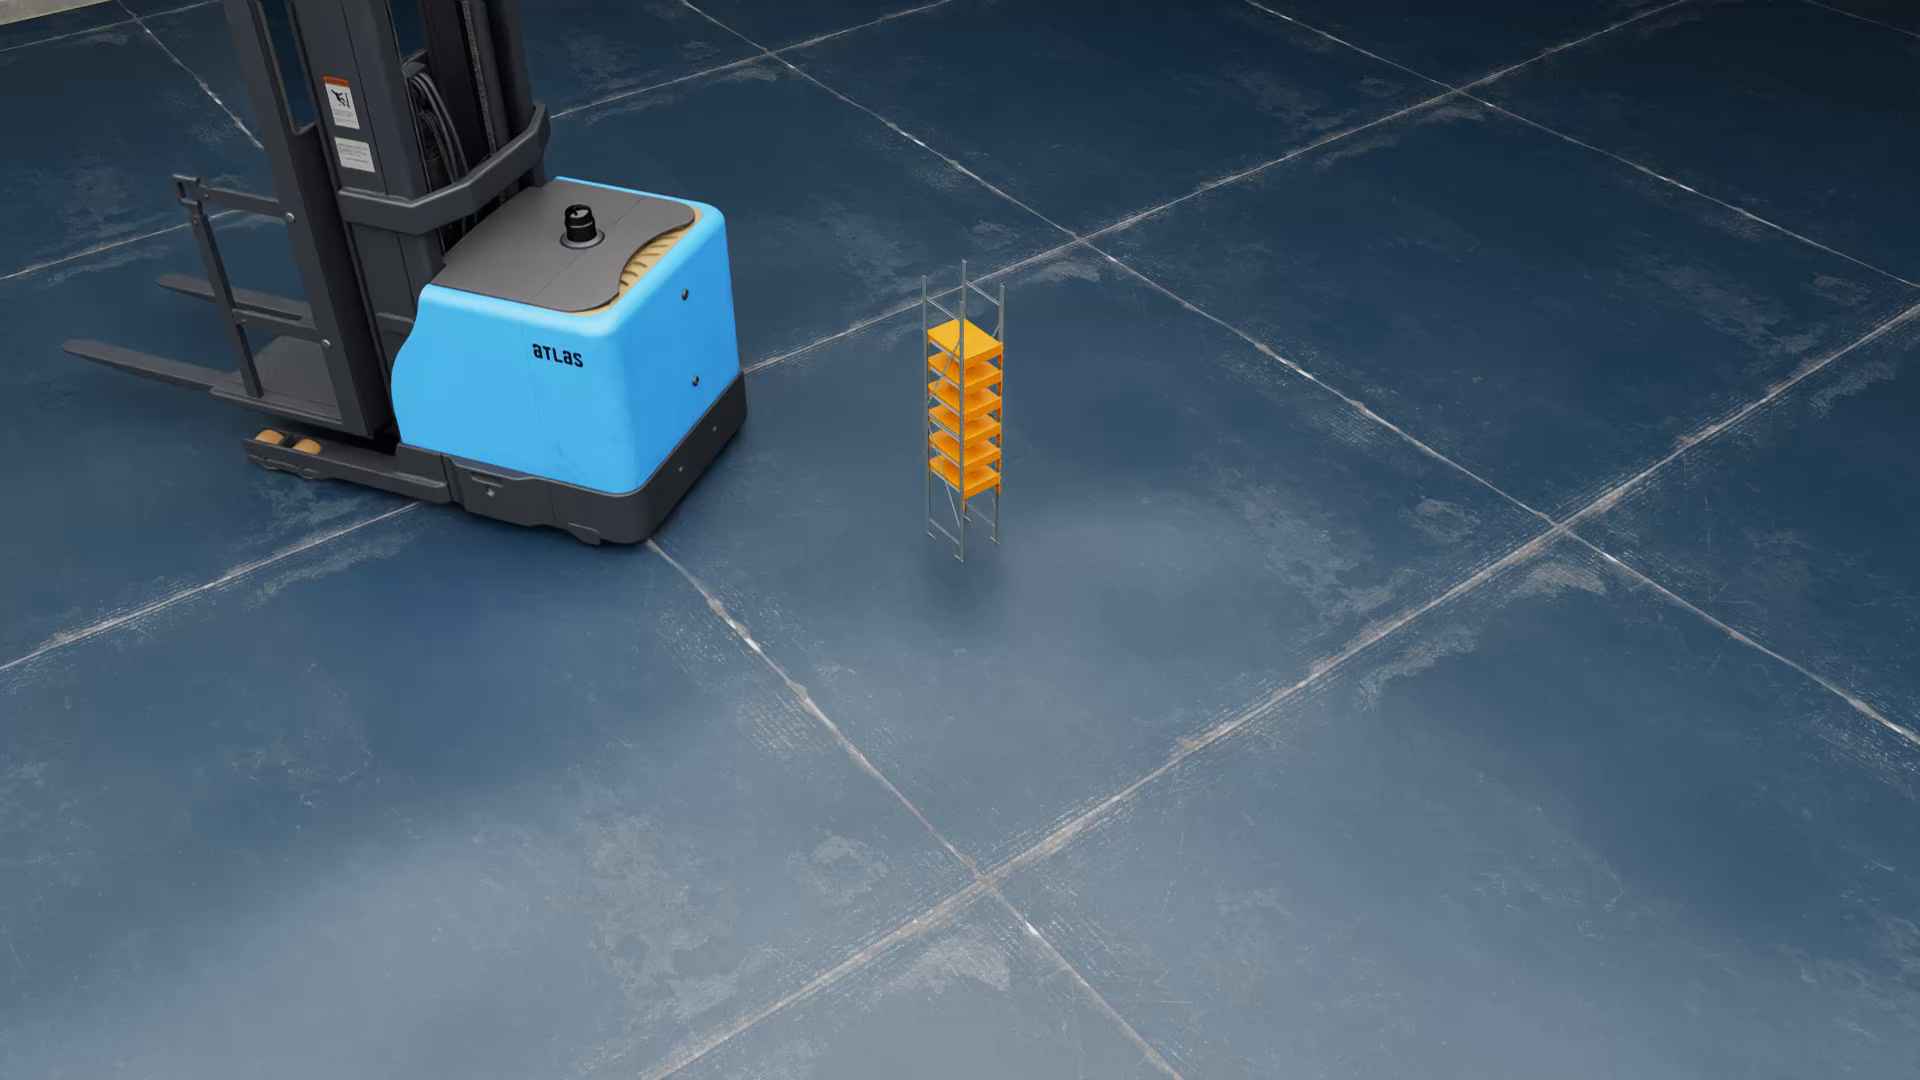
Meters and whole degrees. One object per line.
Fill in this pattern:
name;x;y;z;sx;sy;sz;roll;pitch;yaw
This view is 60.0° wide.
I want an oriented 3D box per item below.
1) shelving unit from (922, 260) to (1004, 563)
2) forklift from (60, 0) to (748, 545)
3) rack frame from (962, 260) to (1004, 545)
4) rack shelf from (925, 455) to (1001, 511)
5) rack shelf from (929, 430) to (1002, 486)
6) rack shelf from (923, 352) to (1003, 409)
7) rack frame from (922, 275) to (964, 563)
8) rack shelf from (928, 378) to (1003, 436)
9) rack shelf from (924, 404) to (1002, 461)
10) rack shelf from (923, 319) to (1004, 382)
shelving unit;0.011;-0.469;6.376;0.189;1.200;0.258;-26;46;-28
forklift;-2.506;-1.691;6.501;3.031;2.935;1.130;13;41;16
rack frame;0.084;-0.505;6.419;0.006;1.200;0.240;-26;46;-28
rack shelf;0.011;-0.250;6.557;0.180;0.103;0.258;-26;46;-28
rack shelf;0.011;-0.342;6.481;0.180;0.103;0.258;-26;46;-28
rack shelf;0.011;-0.621;6.252;0.180;0.103;0.258;-26;46;-28
rack frame;-0.061;-0.434;6.333;0.006;1.200;0.240;-26;46;-28
rack shelf;0.011;-0.528;6.328;0.180;0.103;0.258;-26;46;-28
rack shelf;0.011;-0.435;6.404;0.180;0.103;0.258;-26;46;-28
rack shelf;0.011;-0.713;6.176;0.180;0.103;0.258;-26;46;-28
